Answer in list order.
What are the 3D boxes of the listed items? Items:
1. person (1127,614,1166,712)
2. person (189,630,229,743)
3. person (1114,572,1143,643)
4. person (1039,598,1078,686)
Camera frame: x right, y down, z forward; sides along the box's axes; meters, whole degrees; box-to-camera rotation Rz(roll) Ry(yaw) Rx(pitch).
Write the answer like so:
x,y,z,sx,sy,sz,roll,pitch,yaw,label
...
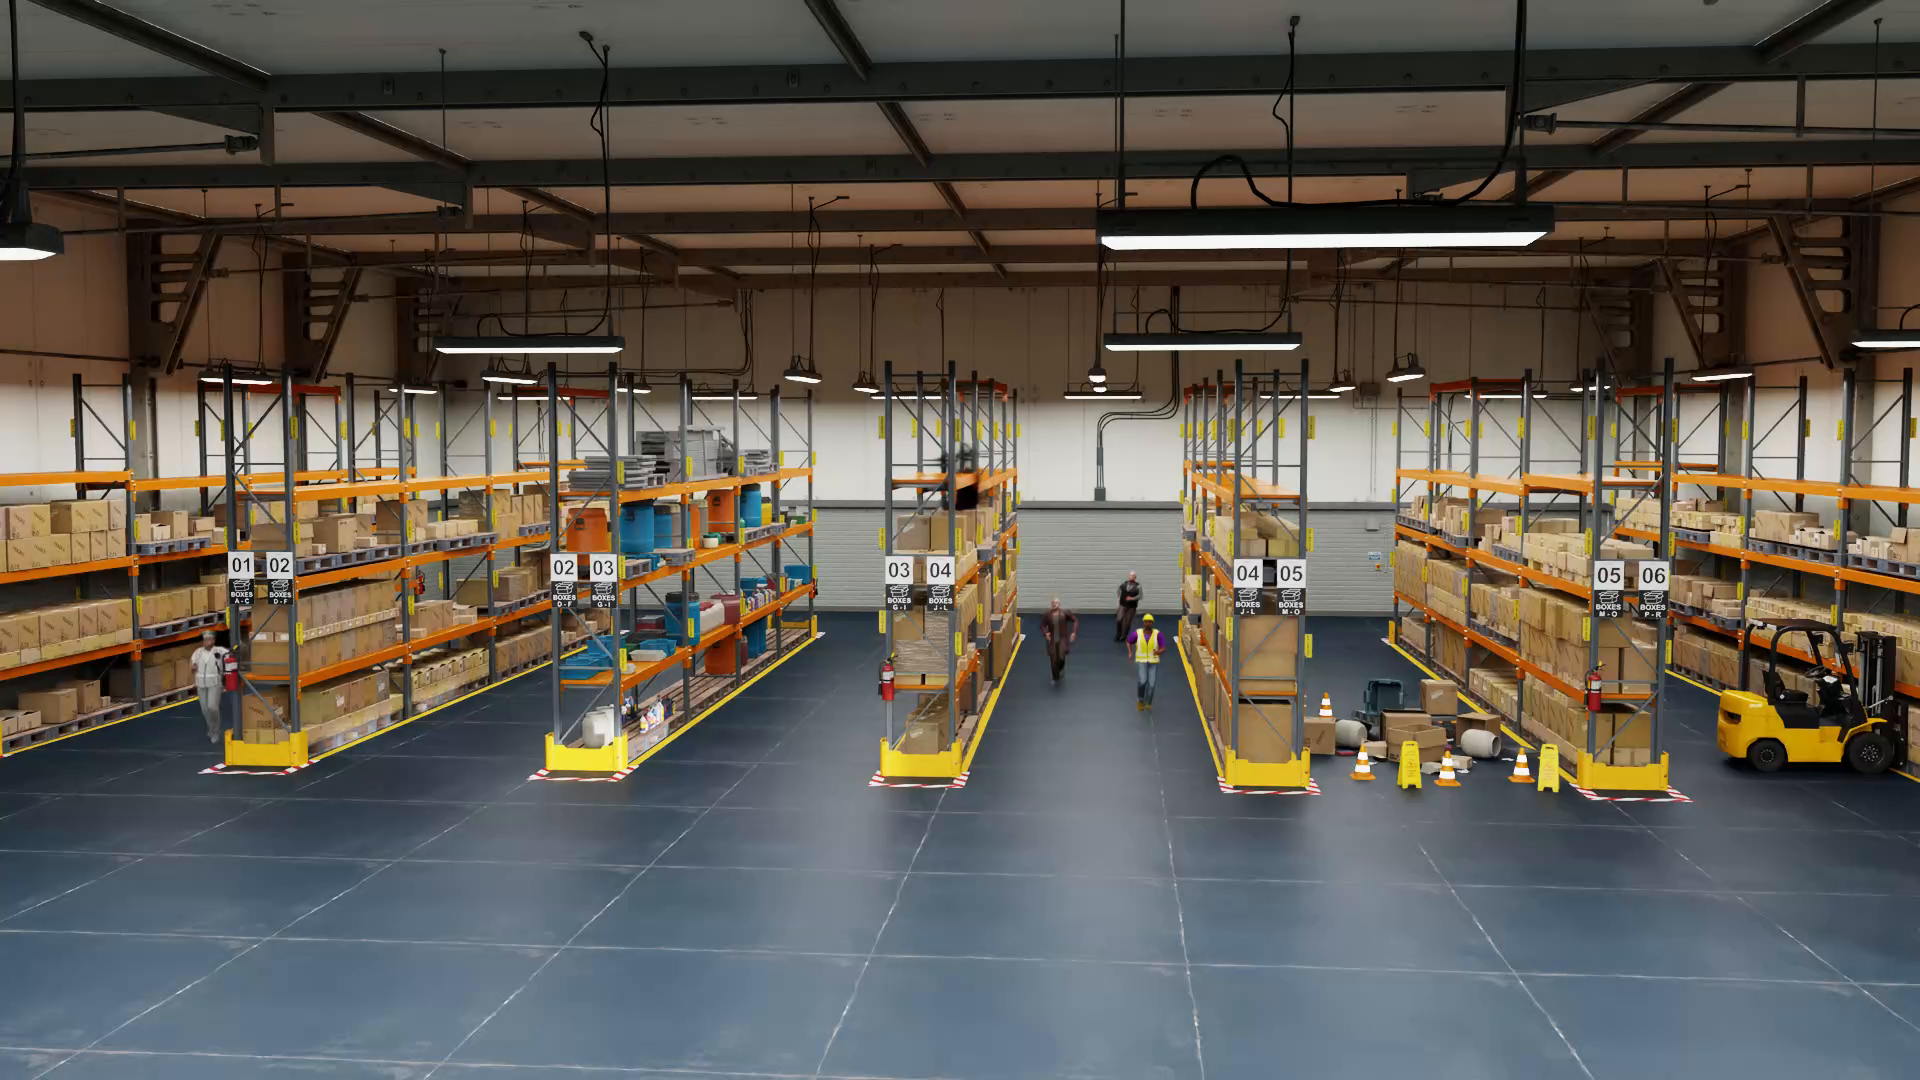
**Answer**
x,y,z,sx,sy,sz,roll,pitch,yaw,label
3.316,2.181,29.478,0.686,1.739,0.667,0,4,1,person
-12.100,2.366,26.813,0.640,1.840,0.726,0,4,-3,person
3.978,1.584,39.212,0.702,1.696,0.645,1,4,16,person
1.914,1.999,32.598,0.742,1.740,0.687,1,4,12,person
